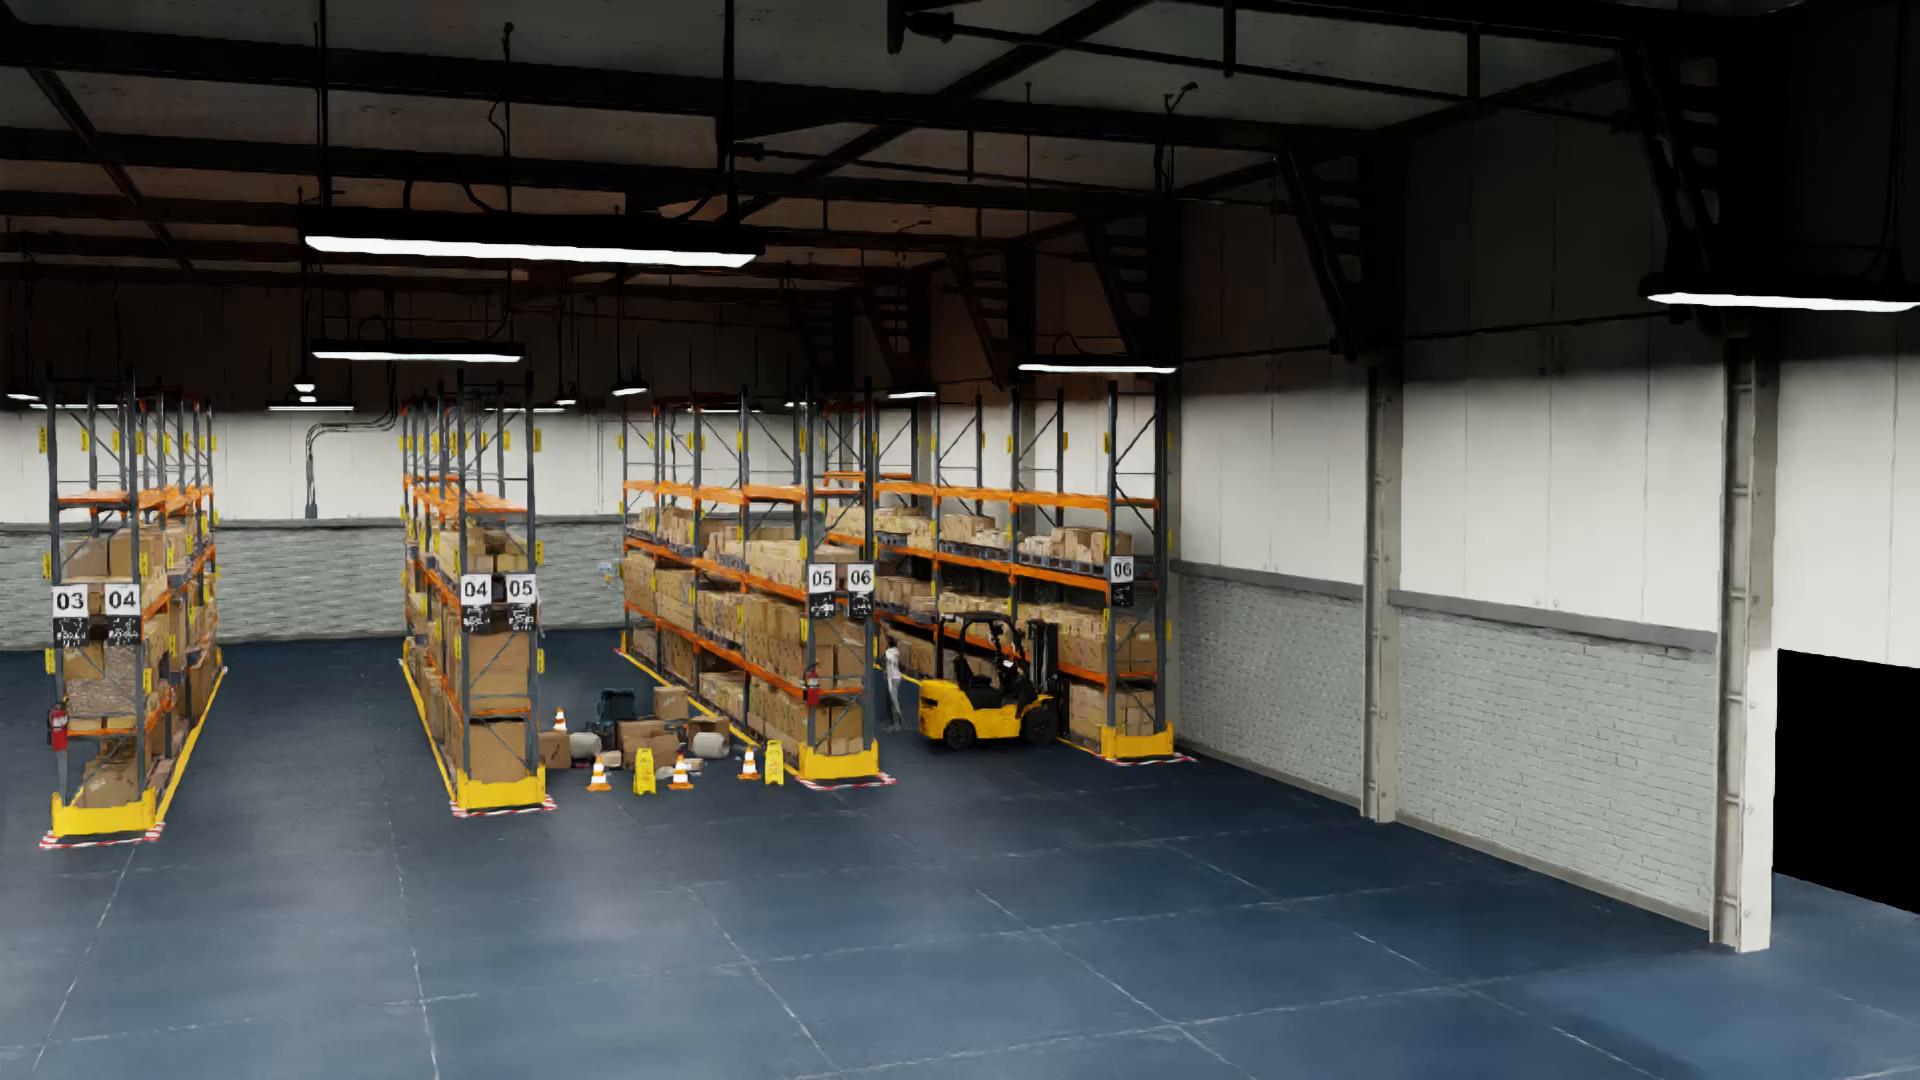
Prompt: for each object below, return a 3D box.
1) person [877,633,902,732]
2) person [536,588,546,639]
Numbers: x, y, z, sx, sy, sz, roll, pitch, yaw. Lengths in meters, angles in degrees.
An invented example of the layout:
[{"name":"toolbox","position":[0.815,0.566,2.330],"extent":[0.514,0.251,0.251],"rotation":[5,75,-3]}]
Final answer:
[{"name":"person","position":[-1.229,2.465,28.894],"extent":[0.463,1.677,0.524],"rotation":[1,3,9]},{"name":"person","position":[-10.710,1.767,41.893],"extent":[0.470,1.587,0.506],"rotation":[1,3,17]}]
